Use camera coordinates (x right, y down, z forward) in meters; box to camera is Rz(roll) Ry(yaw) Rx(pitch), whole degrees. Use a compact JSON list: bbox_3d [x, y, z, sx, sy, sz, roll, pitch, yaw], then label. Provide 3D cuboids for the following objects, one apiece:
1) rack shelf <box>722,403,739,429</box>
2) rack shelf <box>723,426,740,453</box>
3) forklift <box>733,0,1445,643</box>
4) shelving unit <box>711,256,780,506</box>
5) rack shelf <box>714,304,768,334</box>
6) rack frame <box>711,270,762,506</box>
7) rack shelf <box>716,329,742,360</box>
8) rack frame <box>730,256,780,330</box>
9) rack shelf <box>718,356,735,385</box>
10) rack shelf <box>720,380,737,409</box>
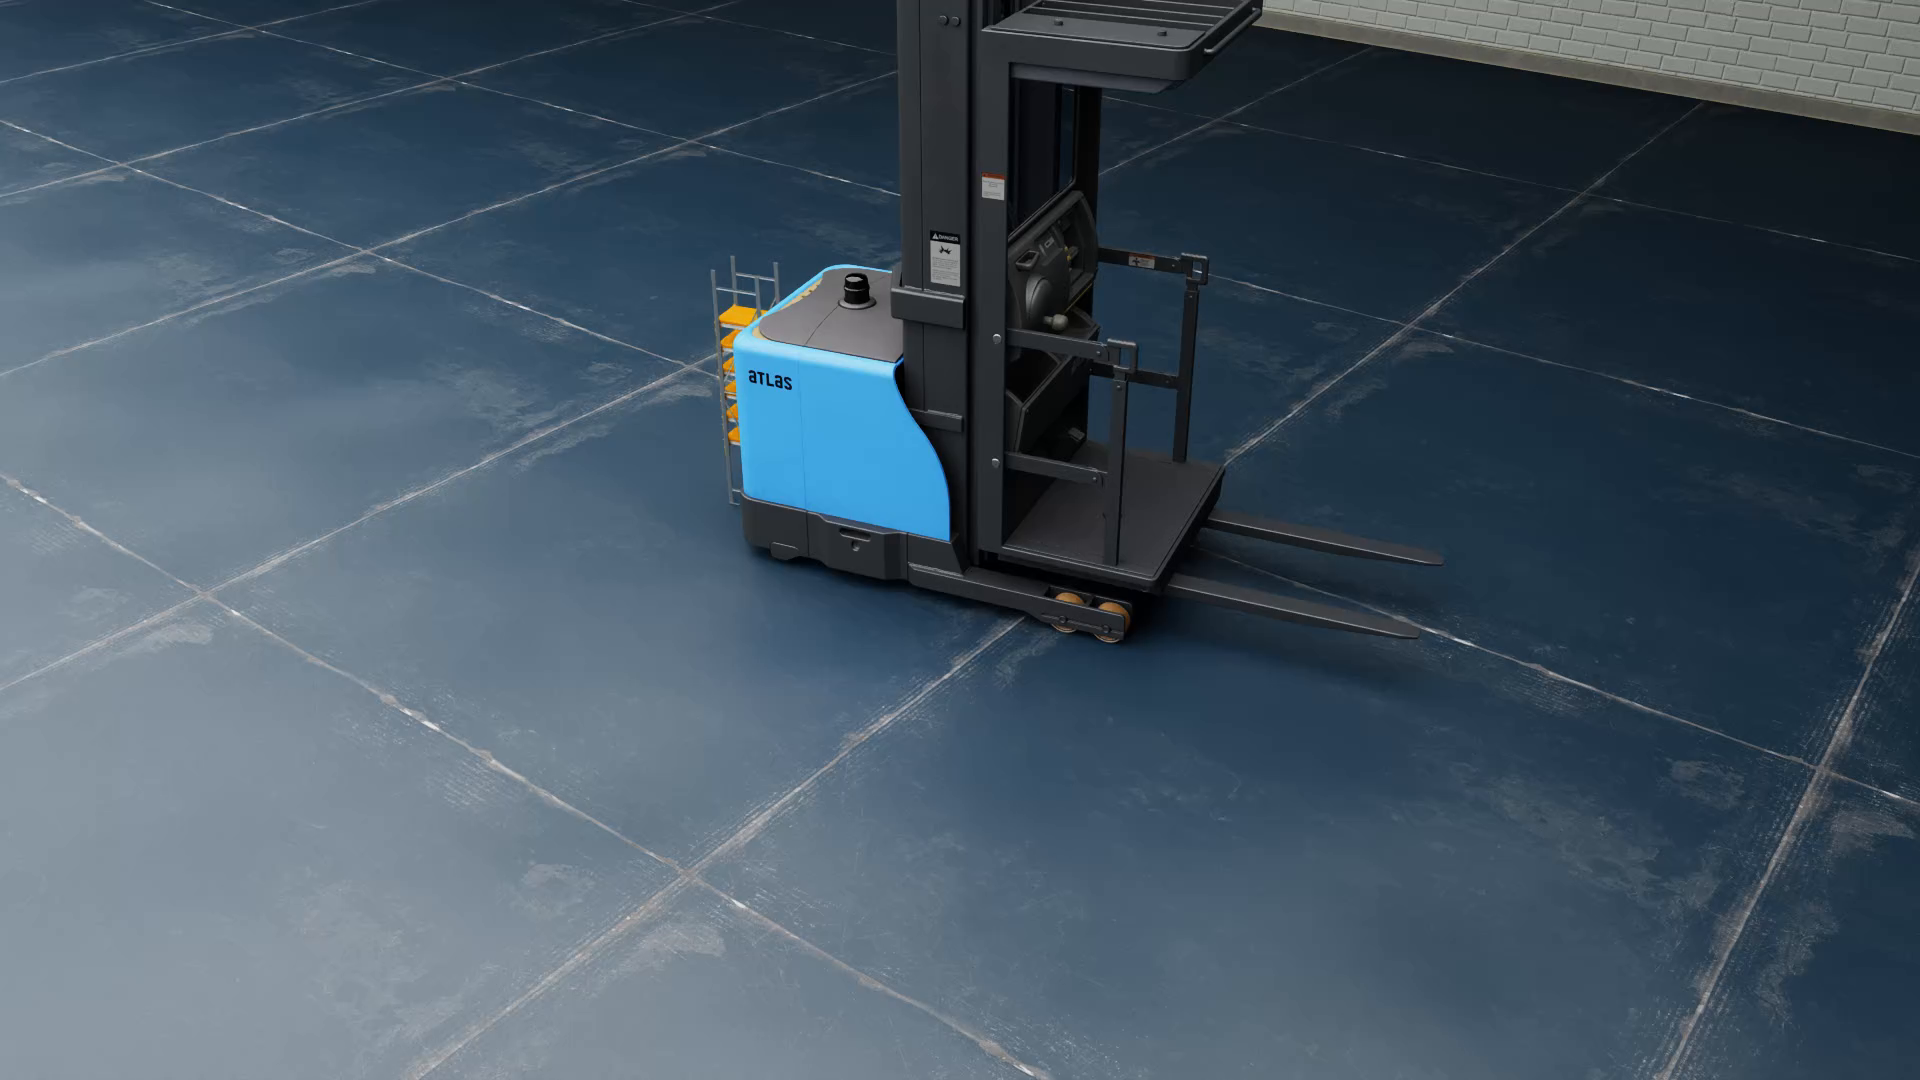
[{"bbox_3d":[-0.968,-0.572,7.860,0.258,0.103,0.180,11,33,19],"label":"rack shelf"},{"bbox_3d":[-0.968,-0.468,7.922,0.258,0.103,0.180,11,33,19],"label":"rack shelf"},{"bbox_3d":[0.572,-1.136,6.793,3.031,2.935,1.130,12,33,20],"label":"forklift"},{"bbox_3d":[-0.968,-0.713,7.777,0.258,1.200,0.189,11,33,19],"label":"shelving unit"},{"bbox_3d":[-0.968,-0.985,7.616,0.258,0.103,0.180,11,33,19],"label":"rack shelf"},{"bbox_3d":[-1.002,-0.670,7.703,0.240,1.200,0.006,11,33,19],"label":"rack frame"},{"bbox_3d":[-0.968,-0.881,7.677,0.258,0.103,0.180,11,33,19],"label":"rack shelf"},{"bbox_3d":[-0.934,-0.757,7.850,0.240,1.200,0.006,11,33,19],"label":"rack frame"},{"bbox_3d":[-0.968,-0.778,7.738,0.258,0.103,0.180,11,33,19],"label":"rack shelf"},{"bbox_3d":[-0.968,-0.675,7.799,0.258,0.103,0.180,11,33,19],"label":"rack shelf"}]
